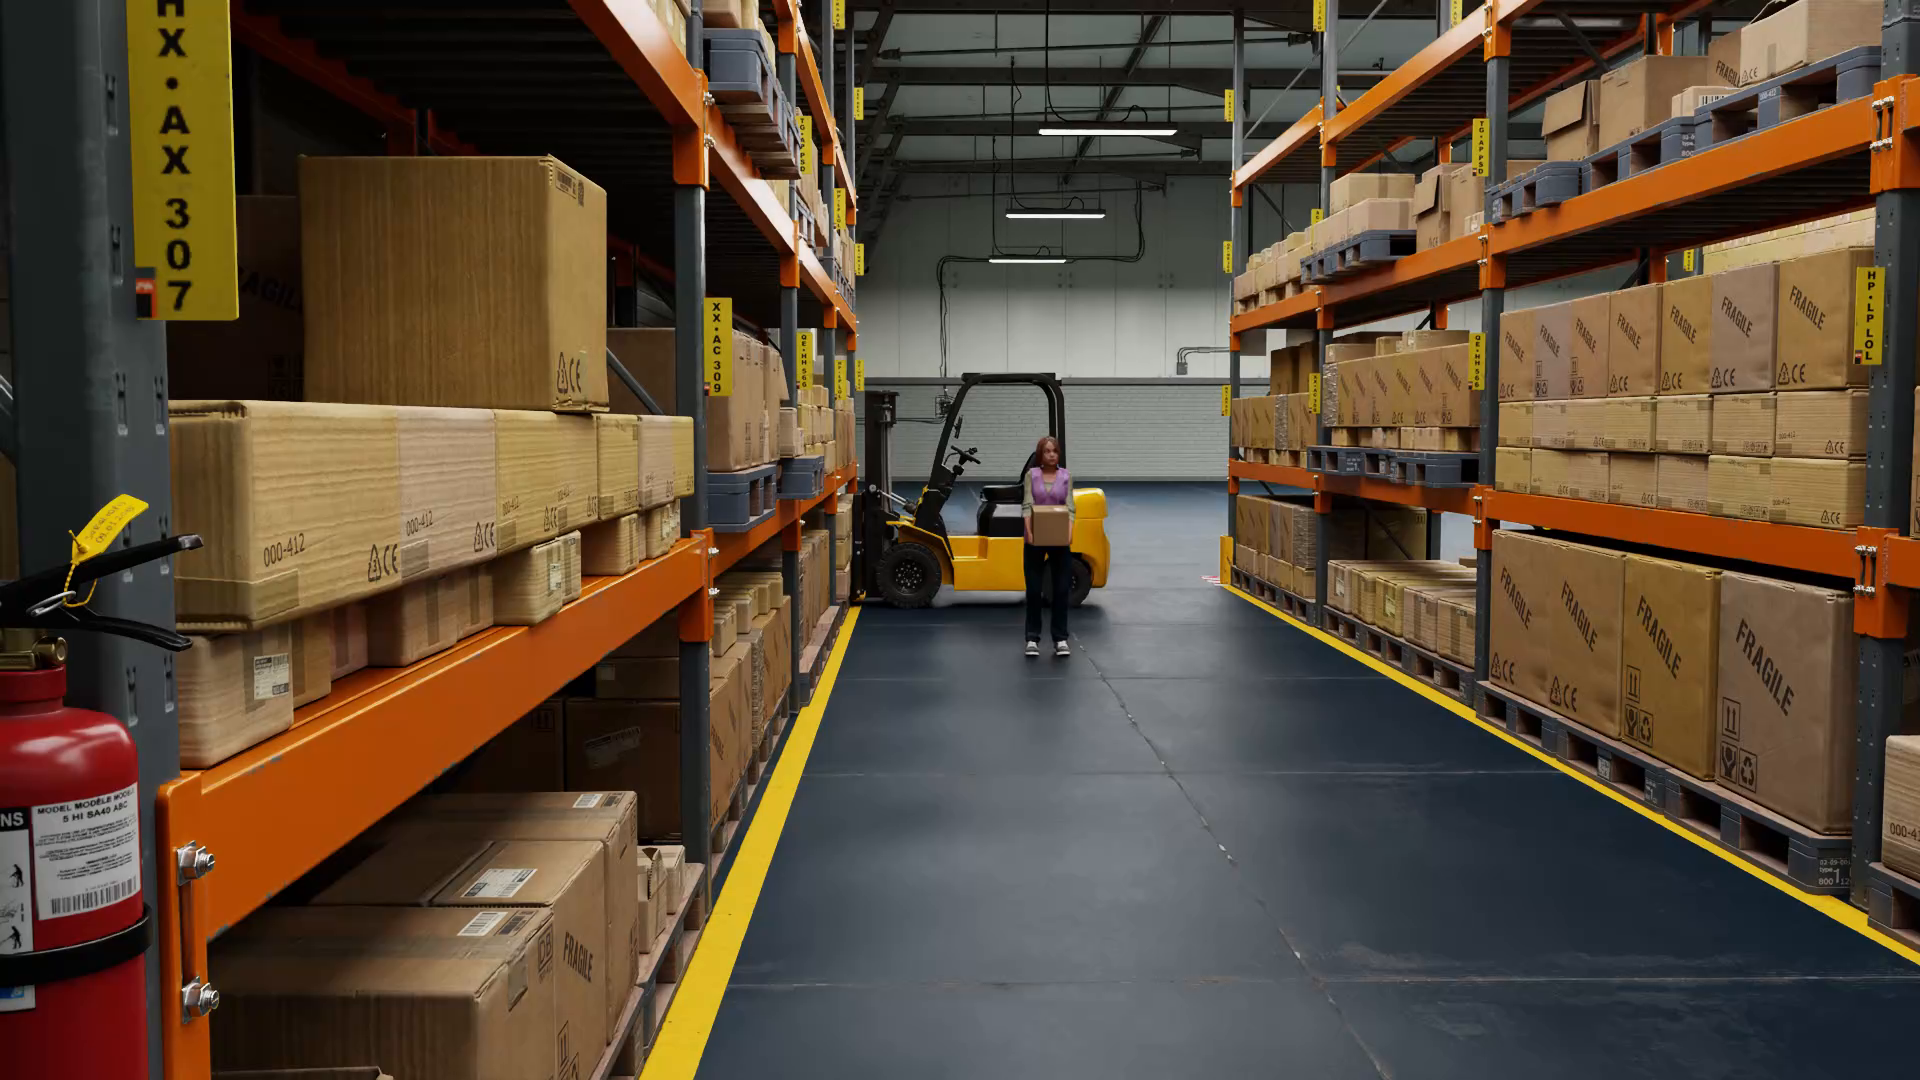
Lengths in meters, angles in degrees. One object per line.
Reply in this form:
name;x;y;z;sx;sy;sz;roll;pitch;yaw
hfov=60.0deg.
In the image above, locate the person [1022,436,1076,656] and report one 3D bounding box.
person;0.643;0.048;12.072;0.396;1.598;0.492;0;4;-1
